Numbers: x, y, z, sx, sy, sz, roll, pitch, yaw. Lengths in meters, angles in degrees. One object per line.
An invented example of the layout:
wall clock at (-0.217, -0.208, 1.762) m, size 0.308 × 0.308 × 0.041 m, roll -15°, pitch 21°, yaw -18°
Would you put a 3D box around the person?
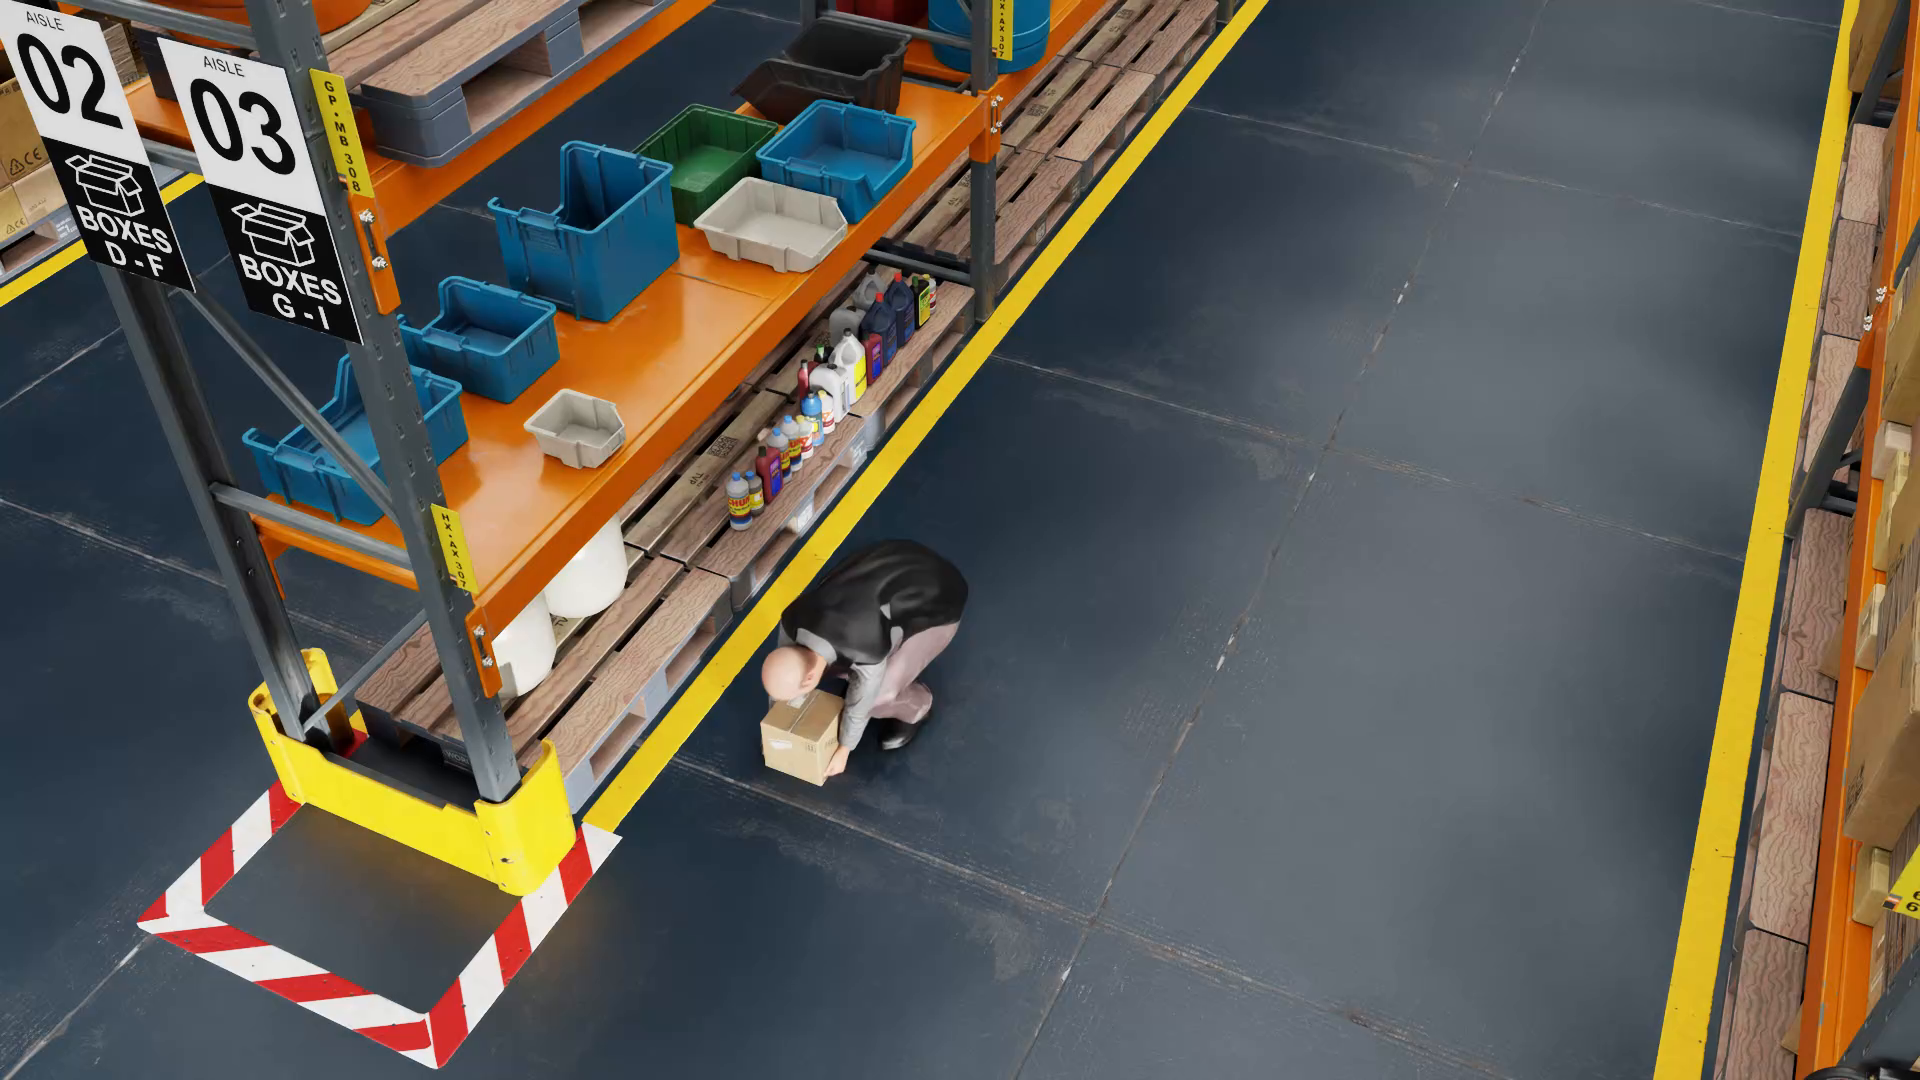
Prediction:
person at (-0.383, 0.462, 6.376) m, size 0.501 × 0.807 × 0.945 m, roll 31°, pitch 50°, yaw 30°
